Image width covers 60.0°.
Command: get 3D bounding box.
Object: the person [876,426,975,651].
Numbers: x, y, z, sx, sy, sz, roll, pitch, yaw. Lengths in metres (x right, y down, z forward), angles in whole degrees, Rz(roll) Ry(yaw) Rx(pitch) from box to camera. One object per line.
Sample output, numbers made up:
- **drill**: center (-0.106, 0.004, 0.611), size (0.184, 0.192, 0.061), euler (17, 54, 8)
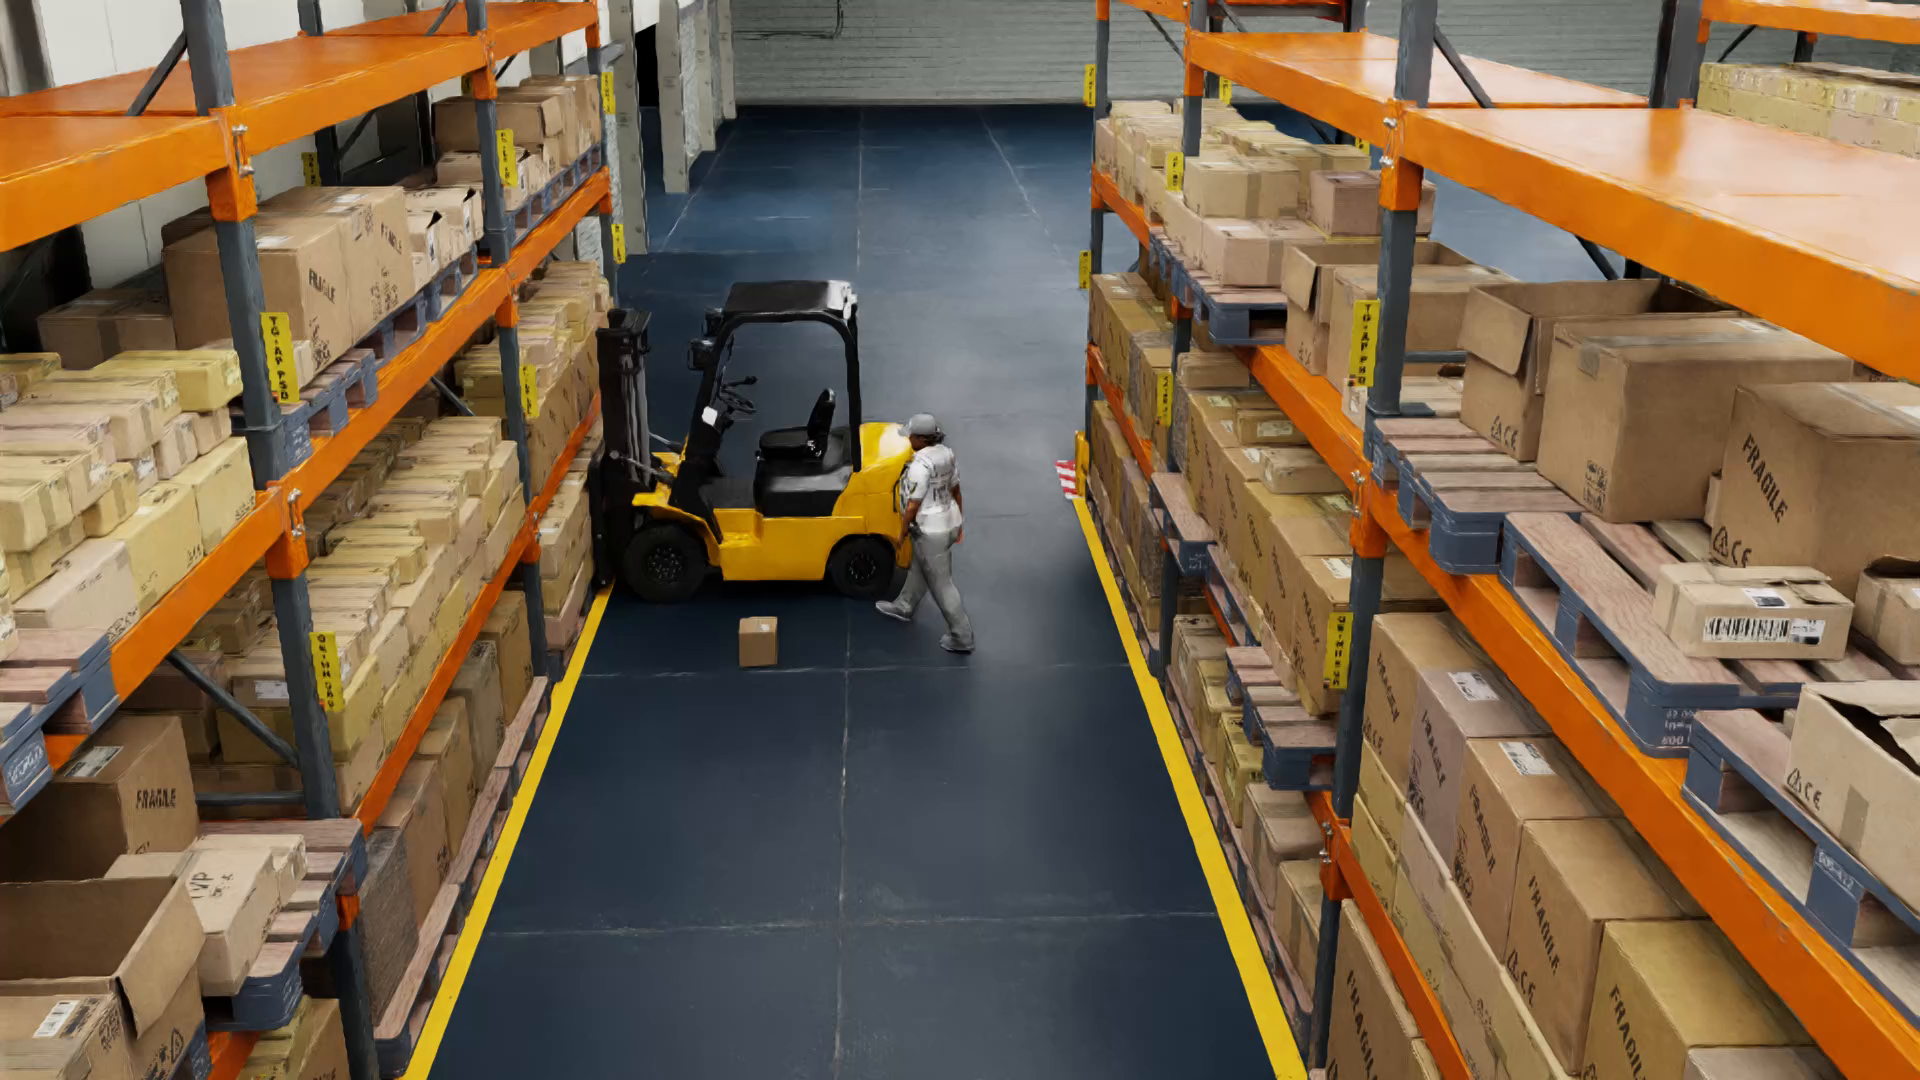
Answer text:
- **person**: center (-0.270, -0.080, 11.321), size (0.894, 1.620, 0.543), euler (8, 22, 21)
